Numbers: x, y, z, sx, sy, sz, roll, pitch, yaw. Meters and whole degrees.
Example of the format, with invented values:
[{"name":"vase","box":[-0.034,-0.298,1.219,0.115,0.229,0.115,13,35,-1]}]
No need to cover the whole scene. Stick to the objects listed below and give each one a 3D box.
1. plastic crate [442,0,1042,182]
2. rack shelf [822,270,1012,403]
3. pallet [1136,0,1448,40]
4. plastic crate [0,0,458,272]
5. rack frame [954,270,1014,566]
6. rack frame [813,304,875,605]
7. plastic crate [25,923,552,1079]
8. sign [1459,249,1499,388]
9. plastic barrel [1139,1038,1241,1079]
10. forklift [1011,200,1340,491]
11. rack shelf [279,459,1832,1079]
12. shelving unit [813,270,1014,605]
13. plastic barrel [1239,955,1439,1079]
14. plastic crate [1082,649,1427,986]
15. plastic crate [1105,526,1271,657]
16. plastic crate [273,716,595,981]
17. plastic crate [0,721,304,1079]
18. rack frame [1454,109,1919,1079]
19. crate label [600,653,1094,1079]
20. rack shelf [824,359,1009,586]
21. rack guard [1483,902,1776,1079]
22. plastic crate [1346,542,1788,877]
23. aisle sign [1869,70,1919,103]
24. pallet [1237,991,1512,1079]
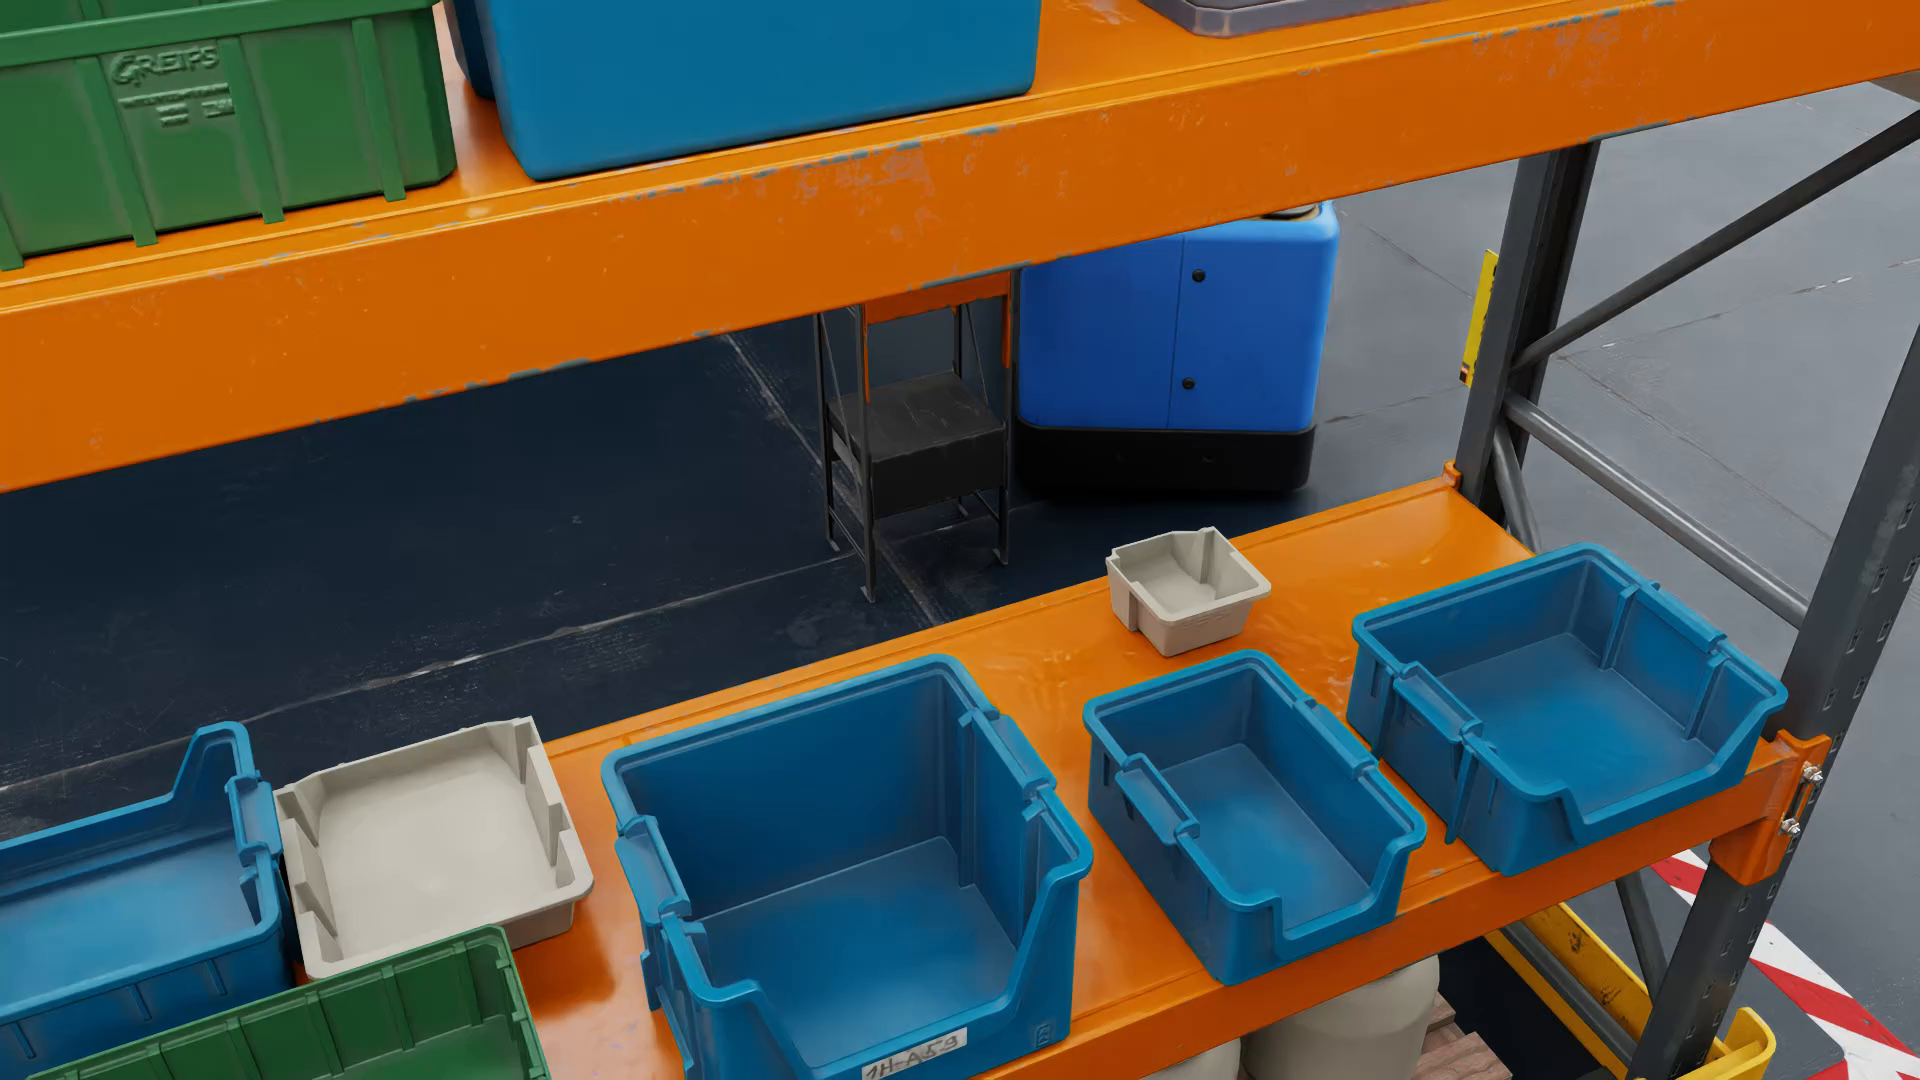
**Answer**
[{"name":"plastic crate","box":[-0.217,-0.611,1.552,0.575,0.384,0.392,-16,39,-20]},{"name":"rack shelf","box":[-0.150,-0.790,5.076,0.480,0.518,0.431,-16,39,-20]},{"name":"pallet","box":[0.591,-1.030,2.262,1.213,0.211,1.003,-16,39,-20]},{"name":"plastic crate","box":[-0.695,-0.418,1.455,0.450,0.188,0.336,-16,39,-20]},{"name":"rack frame","box":[0.071,-0.863,5.151,0.015,2.100,0.400,-16,39,-20]},{"name":"rack frame","box":[-0.371,-0.740,4.985,0.015,2.100,0.400,-16,39,-20]},{"name":"plastic crate","box":[-0.891,0.848,2.267,0.662,0.188,0.450,-16,39,-20]},{"name":"sign","box":[1.152,-0.467,3.630,0.005,0.325,0.100,-16,39,-20]},{"name":"plastic barrel","box":[0.365,1.107,3.475,0.421,0.512,0.421,0,37,0]},{"name":"forklift","box":[0.777,-2.203,6.260,1.130,2.935,3.031,1,37,2]},{"name":"rack shelf","box":[-0.429,0.737,2.842,4.000,0.370,1.077,-16,39,-20]},{"name":"shelving unit","box":[-0.150,-0.801,5.068,0.503,2.100,0.431,-16,39,-20]},{"name":"plastic barrel","box":[0.818,0.980,3.646,0.421,0.512,0.421,0,37,0]},{"name":"plastic crate","box":[0.465,0.451,2.749,0.408,0.251,0.499,-16,39,-20]},{"name":"plastic crate","box":[0.435,0.101,3.318,0.250,0.136,0.298,-16,39,-20]},{"name":"plastic crate","box":[-0.877,0.513,2.762,0.437,0.136,0.530,-16,39,-20]},{"name":"plastic crate","box":[-1.353,0.587,2.565,0.616,0.251,0.499,-16,39,-20]},{"name":"rack frame","box":[1.382,-0.058,3.311,0.127,3.000,1.000,-16,39,-20]},{"name":"crate label","box":[-0.170,0.539,2.475,0.616,0.435,0.502,-16,39,-20]},{"name":"rack shelf","box":[-0.150,-0.228,5.493,0.480,0.518,0.431,-16,39,-20]},{"name":"rack guard","box":[1.333,0.990,3.995,0.348,0.500,1.175,-16,39,-20]},{"name":"plastic crate","box":[1.056,0.290,2.966,0.616,0.251,0.499,-16,39,-20]},{"name":"aisle sign","box":[1.573,-0.960,2.345,0.004,0.787,0.394,-16,39,-20]},{"name":"pallet","box":[0.595,1.309,3.808,1.213,0.211,1.003,-16,39,-20]}]
